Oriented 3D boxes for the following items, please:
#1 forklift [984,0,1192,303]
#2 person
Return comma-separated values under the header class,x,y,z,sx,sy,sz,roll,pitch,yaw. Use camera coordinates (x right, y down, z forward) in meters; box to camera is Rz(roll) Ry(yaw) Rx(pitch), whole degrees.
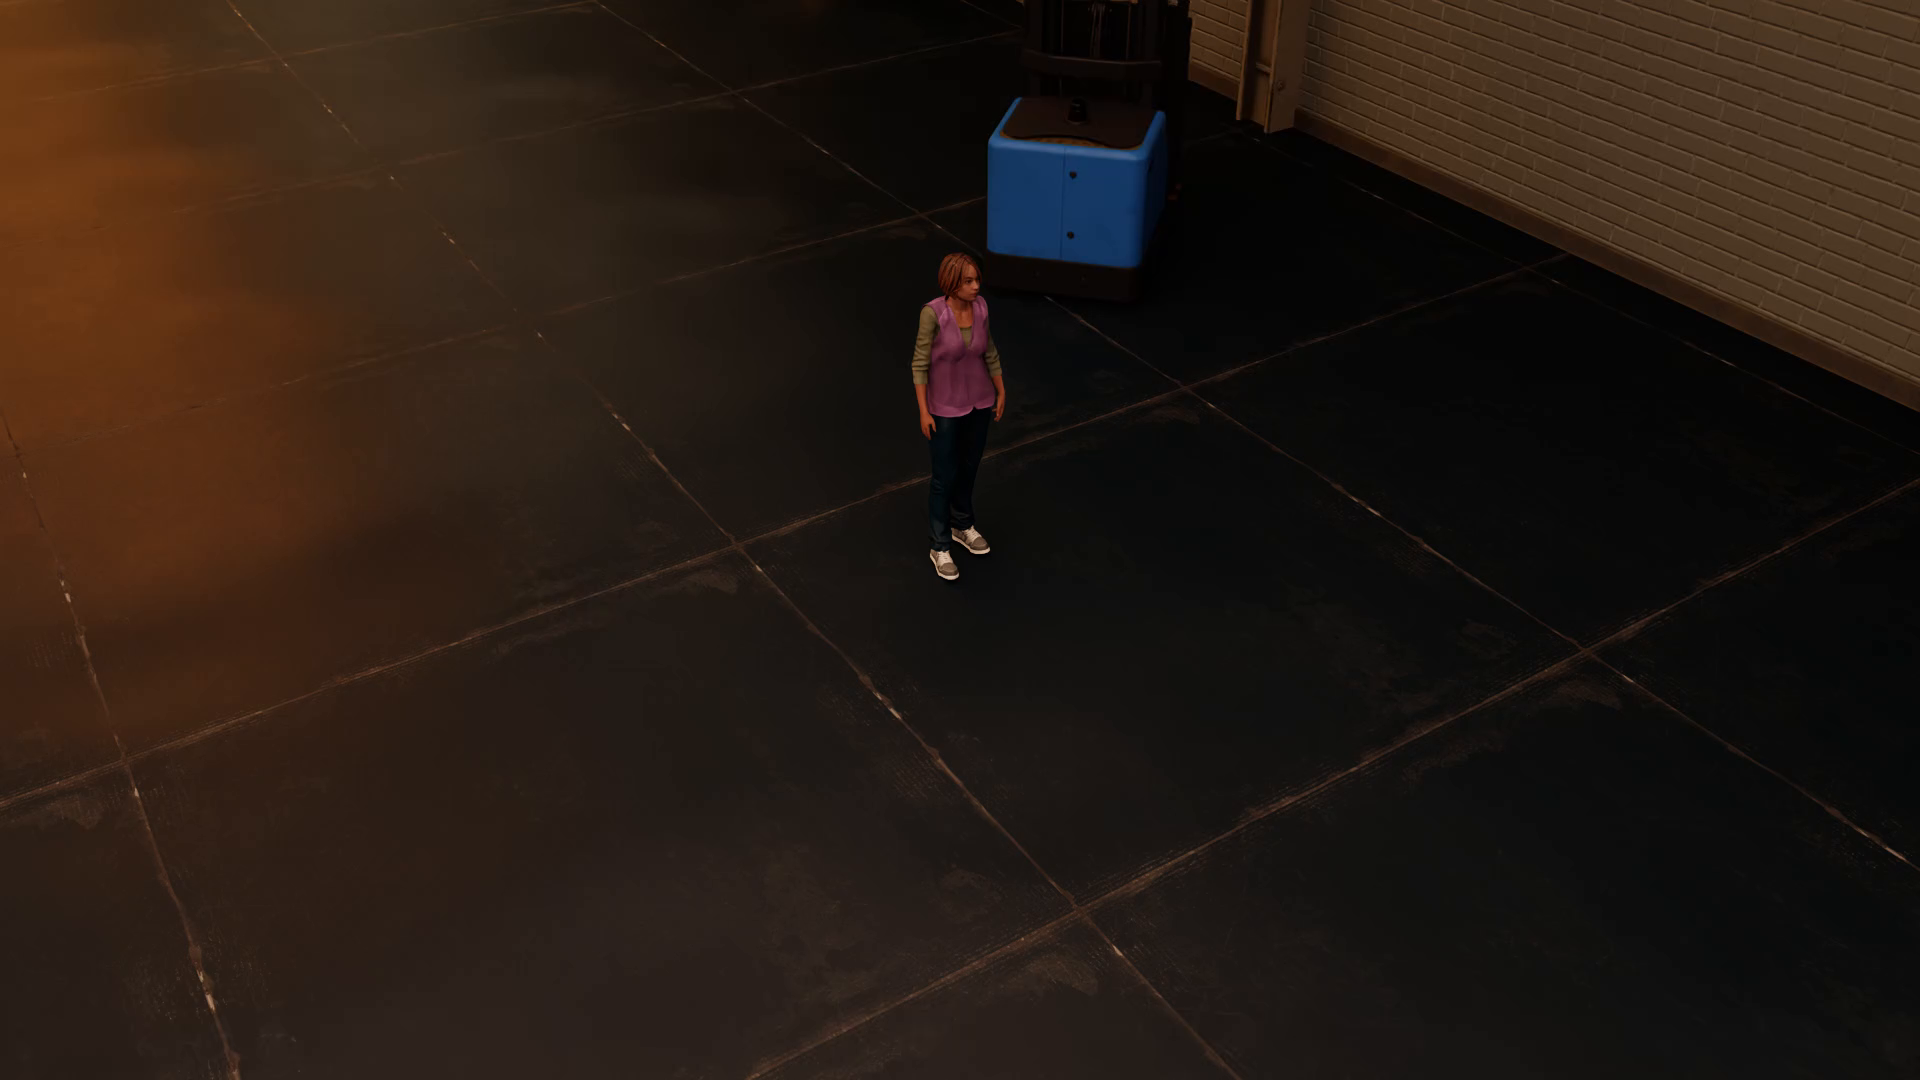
class,x,y,z,sx,sy,sz,roll,pitch,yaw
forklift,1.028,-3.581,11.244,1.130,2.935,3.031,9,36,12
person,0.029,-0.619,8.176,0.520,1.599,0.473,-21,40,-27
